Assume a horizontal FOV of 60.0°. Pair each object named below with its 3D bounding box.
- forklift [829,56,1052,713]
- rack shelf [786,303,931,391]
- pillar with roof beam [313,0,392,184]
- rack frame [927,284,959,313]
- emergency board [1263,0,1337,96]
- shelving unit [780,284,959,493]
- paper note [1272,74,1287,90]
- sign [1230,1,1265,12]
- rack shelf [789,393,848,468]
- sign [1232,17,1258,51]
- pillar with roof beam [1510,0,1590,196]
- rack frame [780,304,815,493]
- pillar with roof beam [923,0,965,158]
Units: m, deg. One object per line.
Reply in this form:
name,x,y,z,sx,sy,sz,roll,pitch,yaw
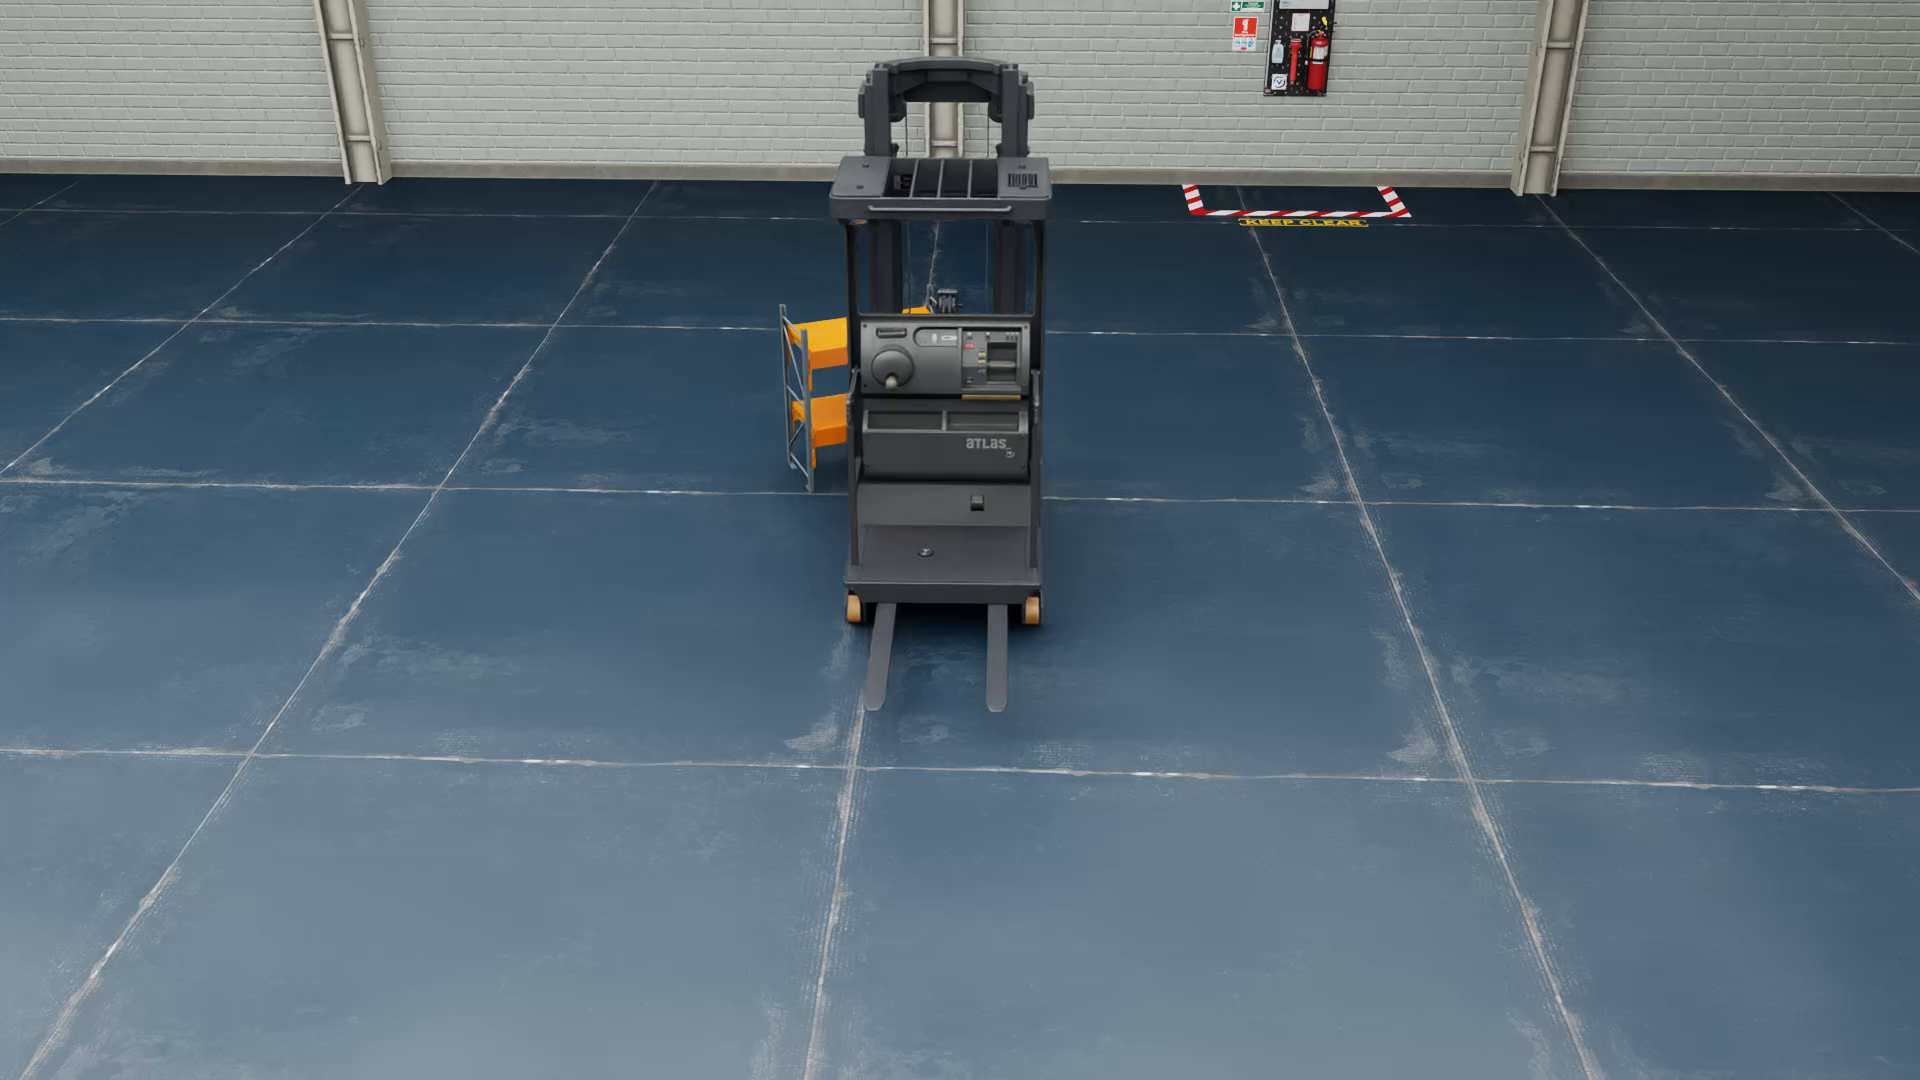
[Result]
forklift,-0.084,-0.965,8.941,1.130,2.935,3.031,1,28,1
rack shelf,-0.584,-1.262,10.806,1.000,0.278,0.538,-11,30,-20
pillar with roof beam,-6.307,-5.713,11.418,0.400,9.000,9.100,1,28,2
rack frame,-0.113,-1.094,11.113,0.032,1.125,0.500,-11,30,-20
emergency board,3.369,-4.937,16.361,0.643,1.169,0.194,1,28,2
shelving unit,-0.584,-1.004,10.943,1.048,1.125,0.538,-11,30,-20
paper note,3.195,-4.583,16.634,0.142,0.148,0.016,1,28,2
sign,2.824,-5.240,16.329,0.331,0.109,0.001,1,28,2
rack shelf,-0.584,-0.788,11.057,1.000,0.278,0.538,-11,30,-20
sign,2.820,-5.010,16.461,0.234,0.329,0.001,1,28,2
pillar with roof beam,5.686,-5.514,11.044,0.400,9.000,9.100,1,28,2
rack frame,-1.054,-0.914,10.773,0.032,1.125,0.500,-11,30,-20
pillar with roof beam,-0.311,-5.613,11.231,0.400,9.000,9.100,1,28,2
